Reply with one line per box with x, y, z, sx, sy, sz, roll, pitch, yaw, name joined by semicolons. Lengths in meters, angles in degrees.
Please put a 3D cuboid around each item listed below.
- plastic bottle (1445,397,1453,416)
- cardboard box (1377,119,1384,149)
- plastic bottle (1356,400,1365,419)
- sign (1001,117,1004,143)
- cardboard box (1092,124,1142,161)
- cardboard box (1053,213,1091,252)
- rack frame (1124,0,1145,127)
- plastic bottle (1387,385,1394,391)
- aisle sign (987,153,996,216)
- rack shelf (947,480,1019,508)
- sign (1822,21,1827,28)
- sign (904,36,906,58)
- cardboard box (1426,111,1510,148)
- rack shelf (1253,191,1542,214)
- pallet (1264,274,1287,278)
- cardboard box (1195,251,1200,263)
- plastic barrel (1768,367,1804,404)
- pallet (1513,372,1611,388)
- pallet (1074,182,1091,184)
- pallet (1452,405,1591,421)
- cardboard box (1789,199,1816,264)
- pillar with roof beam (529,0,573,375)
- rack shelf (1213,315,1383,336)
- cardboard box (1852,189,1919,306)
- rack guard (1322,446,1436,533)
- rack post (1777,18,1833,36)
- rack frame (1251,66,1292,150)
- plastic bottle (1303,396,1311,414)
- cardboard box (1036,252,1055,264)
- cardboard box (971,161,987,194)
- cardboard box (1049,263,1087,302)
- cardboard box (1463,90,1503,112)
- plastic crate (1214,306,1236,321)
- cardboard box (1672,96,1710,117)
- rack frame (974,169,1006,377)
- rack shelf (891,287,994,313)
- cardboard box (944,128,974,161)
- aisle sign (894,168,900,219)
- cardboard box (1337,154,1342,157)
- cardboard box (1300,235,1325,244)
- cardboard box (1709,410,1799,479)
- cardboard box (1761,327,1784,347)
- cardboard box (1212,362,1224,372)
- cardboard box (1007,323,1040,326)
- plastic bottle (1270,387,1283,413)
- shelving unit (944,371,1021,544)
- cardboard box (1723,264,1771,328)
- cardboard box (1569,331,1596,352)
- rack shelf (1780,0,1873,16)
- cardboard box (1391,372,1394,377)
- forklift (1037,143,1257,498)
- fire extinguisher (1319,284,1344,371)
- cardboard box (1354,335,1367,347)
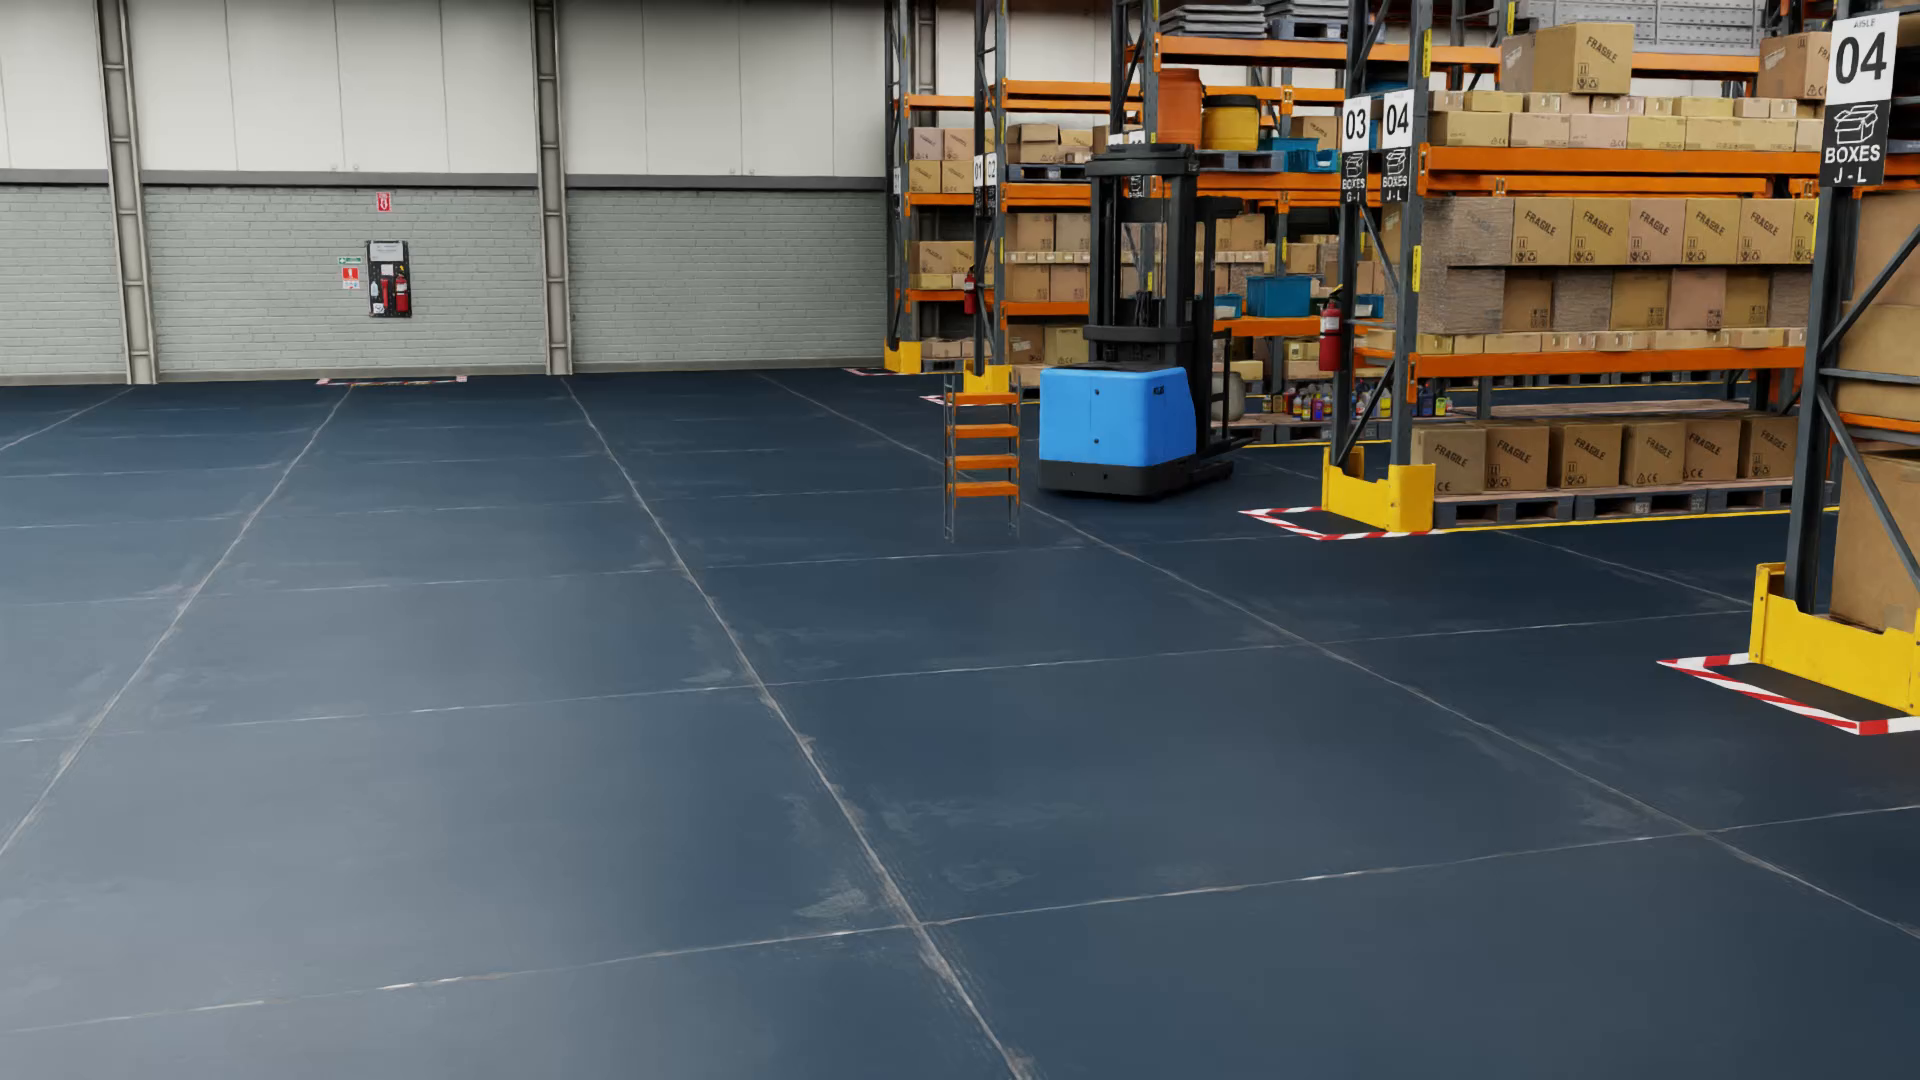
5.345;-1.463;18.223;0.097;0.201;0.097;0;10;0;plastic bottle
3.542;-3.102;12.741;0.500;0.250;0.500;-3;11;-15;cardboard box
4.312;-1.409;17.927;0.097;0.201;0.097;0;10;0;plastic bottle
0.535;-5.202;21.099;0.005;0.325;0.100;-3;11;-16;sign
2.056;-5.191;21.849;0.500;0.500;0.500;-3;11;-16;cardboard box
1.391;-4.093;22.136;0.500;0.500;0.700;-3;11;-17;cardboard box
2.838;-7.368;27.215;0.127;3.000;1.000;-3;11;-16;rack frame
4.875;-1.611;18.822;0.135;0.276;0.152;-3;11;-14;plastic bottle
0.408;-4.576;21.440;0.004;0.787;0.394;-3;11;-16;aisle sign
0.159;-0.337;12.031;0.480;0.148;0.258;-3;11;-16;rack shelf
9.608;-5.594;18.471;0.005;0.325;0.100;-3;11;-16;sign
-0.851;-7.570;25.512;0.005;0.325;0.100;-3;11;-16;sign
3.685;-3.013;12.257;0.500;0.250;0.500;-3;11;-14;cardboard box
6.146;-4.779;23.425;4.000;0.370;1.077;-3;11;-16;rack shelf
4.789;-4.418;28.292;1.213;0.211;1.003;-3;11;-16;pallet
3.047;-3.823;22.459;0.250;0.149;0.380;-3;11;-16;cardboard box
9.912;-2.065;19.812;0.708;0.830;0.600;-3;11;-16;plastic barrel
8.794;-2.419;24.603;1.213;0.211;1.003;-3;11;-16;pallet
2.245;-4.880;22.227;1.213;0.211;1.003;-3;11;-16;pallet
6.350;-1.371;18.908;1.213;0.211;1.003;-3;11;-16;pallet
6.636;-2.451;13.216;0.500;0.500;0.500;-3;11;-16;cardboard box
-5.130;-6.299;21.411;0.400;9.000;9.100;-3;11;-16;pillar with roof beam
3.686;-2.240;17.919;4.000;0.370;1.077;-3;11;-16;rack shelf
4.807;-1.382;7.870;0.550;0.550;0.875;-3;11;-16;cardboard box
3.223;-0.407;12.874;0.348;0.500;1.175;-3;11;-16;rack guard
10.131;-5.855;19.205;0.937;0.300;0.954;-3;11;-16;rack post
4.226;-6.507;22.539;0.127;3.000;1.000;-3;11;-16;rack frame
3.843;-1.497;18.405;0.097;0.201;0.097;0;10;0;plastic bottle
1.075;-3.719;21.894;0.250;0.149;0.380;-3;11;-17;cardboard box
0.411;-5.771;26.493;0.500;0.500;0.500;-2;11;-13;cardboard box
1.340;-3.452;22.238;0.500;0.500;0.700;-3;11;-14;cardboard box
3.755;-3.200;12.170;0.250;0.149;0.380;-3;11;-15;cardboard box
2.715;-2.353;17.270;0.250;0.136;0.298;-3;11;-16;plastic crate
5.496;-3.298;12.703;0.250;0.149;0.380;-2;11;-13;cardboard box
0.385;-3.354;21.982;0.127;3.000;1.000;-3;11;-16;rack frame
0.917;-3.963;27.274;4.000;0.370;1.077;-3;11;-16;rack shelf
-0.069;-6.235;26.253;0.500;0.500;0.500;-3;11;-17;cardboard box
-0.988;-5.438;26.120;0.004;0.787;0.394;-3;11;-16;aisle sign
5.347;-5.223;23.100;0.500;0.250;0.500;-4;11;-21;cardboard box
6.051;-5.163;28.525;0.250;0.149;0.380;-5;12;-25;cardboard box
6.596;-0.798;13.843;0.500;0.500;0.500;-3;11;-18;cardboard box
6.367;-1.636;13.341;0.250;0.149;0.380;-3;11;-16;cardboard box
3.359;-2.326;22.831;0.500;0.250;0.500;-3;11;-16;cardboard box
0.952;-3.279;27.262;0.500;0.500;0.700;-4;11;-20;cardboard box
3.514;-1.552;18.478;0.133;0.283;0.061;-3;11;-15;plastic bottle
0.159;-0.598;11.983;0.503;1.200;0.258;-3;11;-16;shelving unit
6.052;-1.999;13.521;0.500;0.500;0.875;-3;11;-16;cardboard box
4.689;-1.546;12.853;0.250;0.149;0.380;-3;11;-16;cardboard box
5.071;-4.328;12.699;4.000;0.370;1.077;-3;11;-16;rack shelf
6.159;-2.466;23.593;0.500;0.250;0.500;-3;11;-15;cardboard box
1.836;-2.009;14.861;1.130;2.935;3.031;6;12;30;forklift
2.912;-1.668;13.038;0.183;0.674;0.296;-3;11;-16;fire extinguisher
5.671;-2.715;23.396;0.500;0.311;0.500;-3;11;-18;cardboard box
